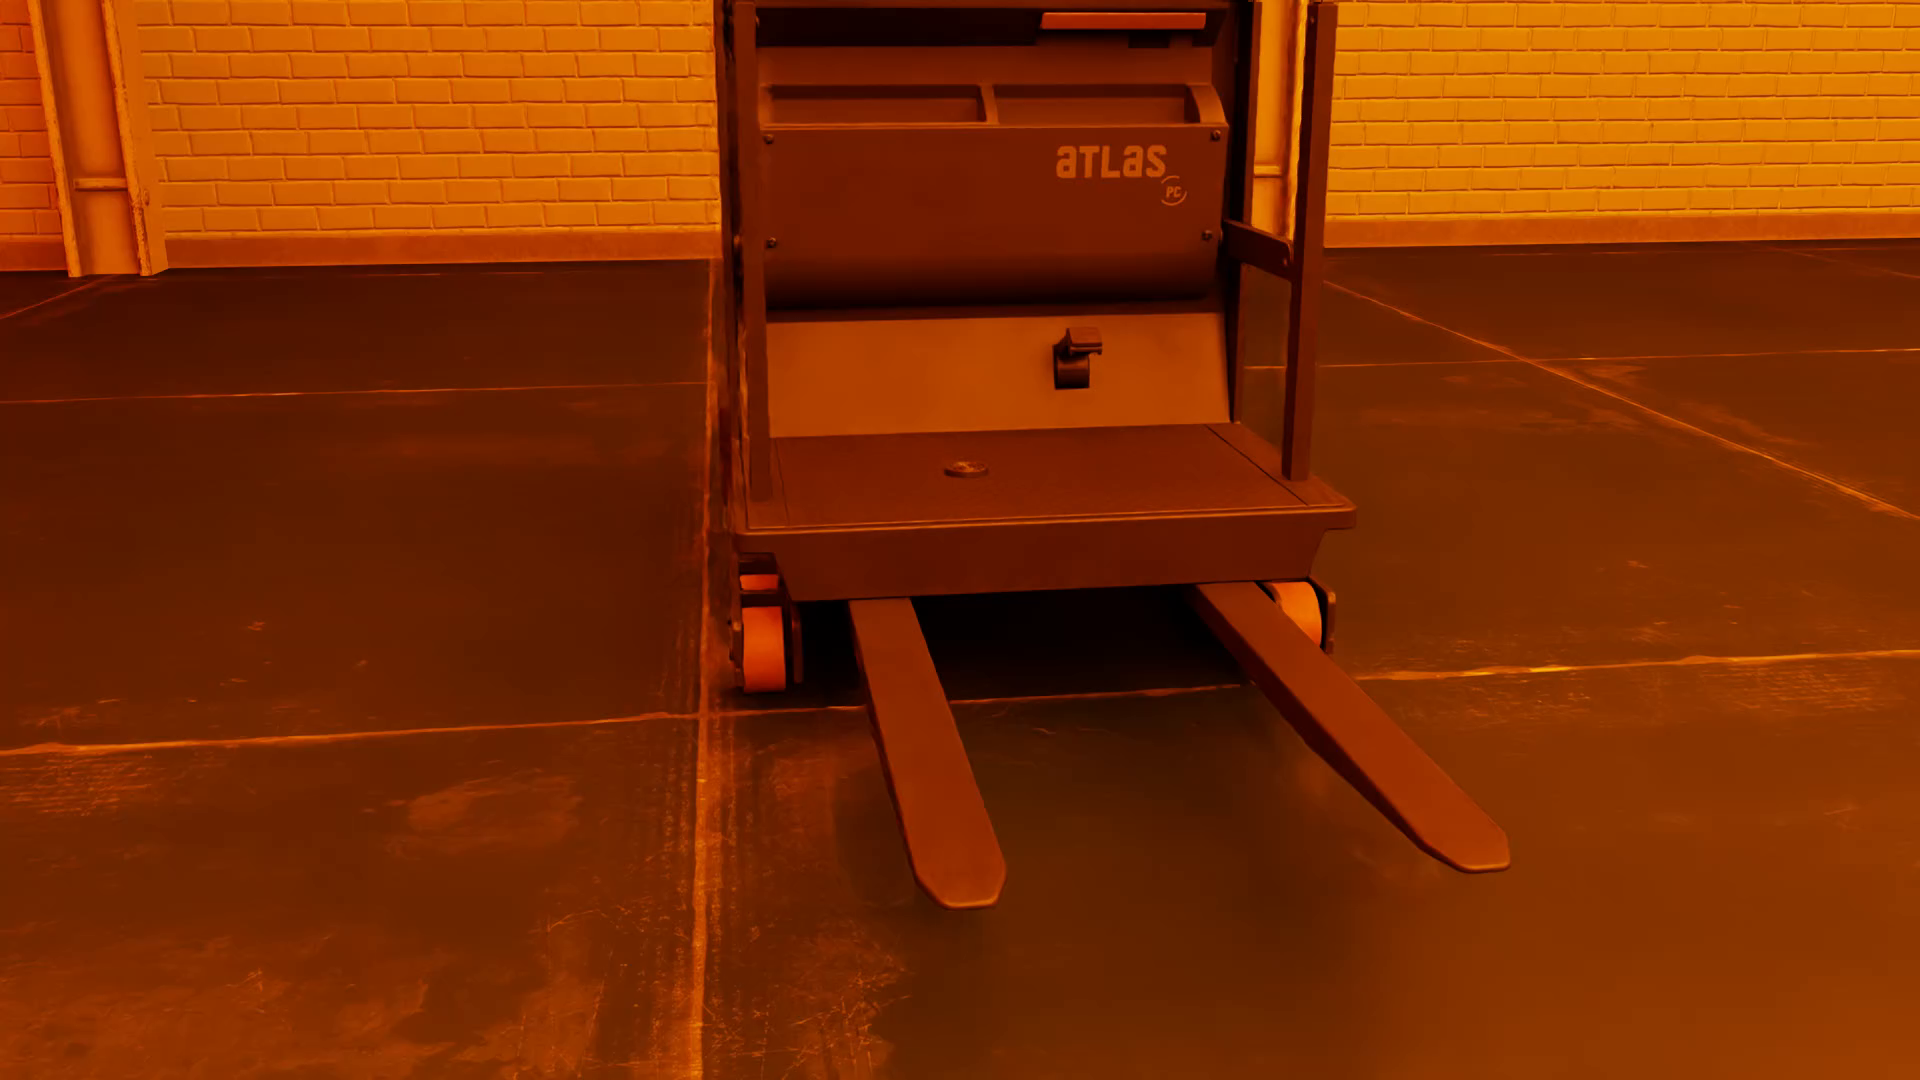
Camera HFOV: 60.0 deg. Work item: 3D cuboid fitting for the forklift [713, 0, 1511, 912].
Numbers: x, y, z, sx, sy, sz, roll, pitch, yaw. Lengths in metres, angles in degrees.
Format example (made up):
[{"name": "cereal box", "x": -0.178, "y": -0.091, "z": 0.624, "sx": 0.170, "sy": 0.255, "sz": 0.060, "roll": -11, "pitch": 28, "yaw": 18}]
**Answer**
[{"name": "forklift", "x": 0.095, "y": -1.229, "z": 2.965, "sx": 1.130, "sy": 2.935, "sz": 3.031, "roll": -2, "pitch": 17, "yaw": -8}]
